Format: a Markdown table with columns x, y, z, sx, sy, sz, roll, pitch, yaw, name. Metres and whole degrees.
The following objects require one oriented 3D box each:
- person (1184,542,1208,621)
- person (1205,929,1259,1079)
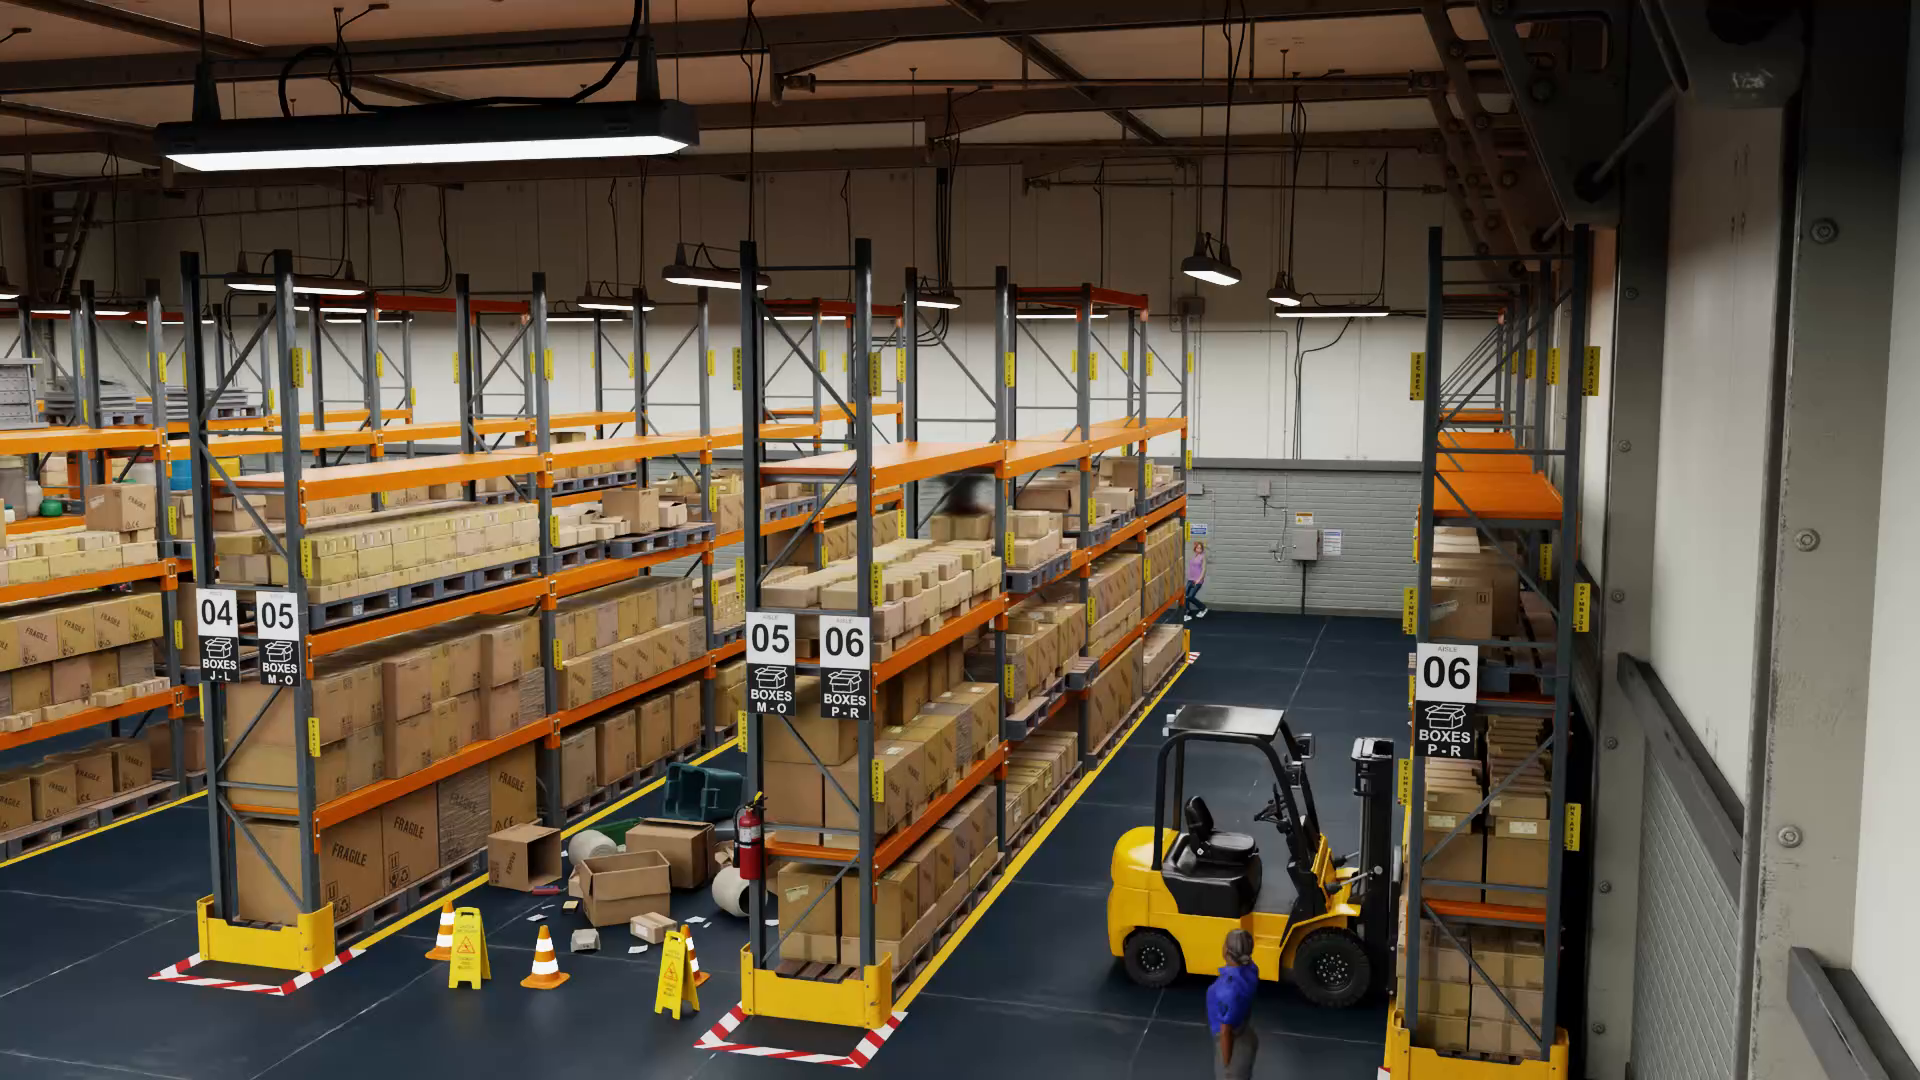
| x | y | z | sx | sy | sz | roll | pitch | yaw | name |
| --- | --- | --- | --- | --- | --- | --- | --- | --- | --- |
| 4.536 | 0.811 | 32.330 | 0.560 | 1.519 | 0.461 | -4 | 7 | -30 | person |
| 1.705 | 3.223 | 10.378 | 0.414 | 1.596 | 0.650 | 2 | 7 | 20 | person |
